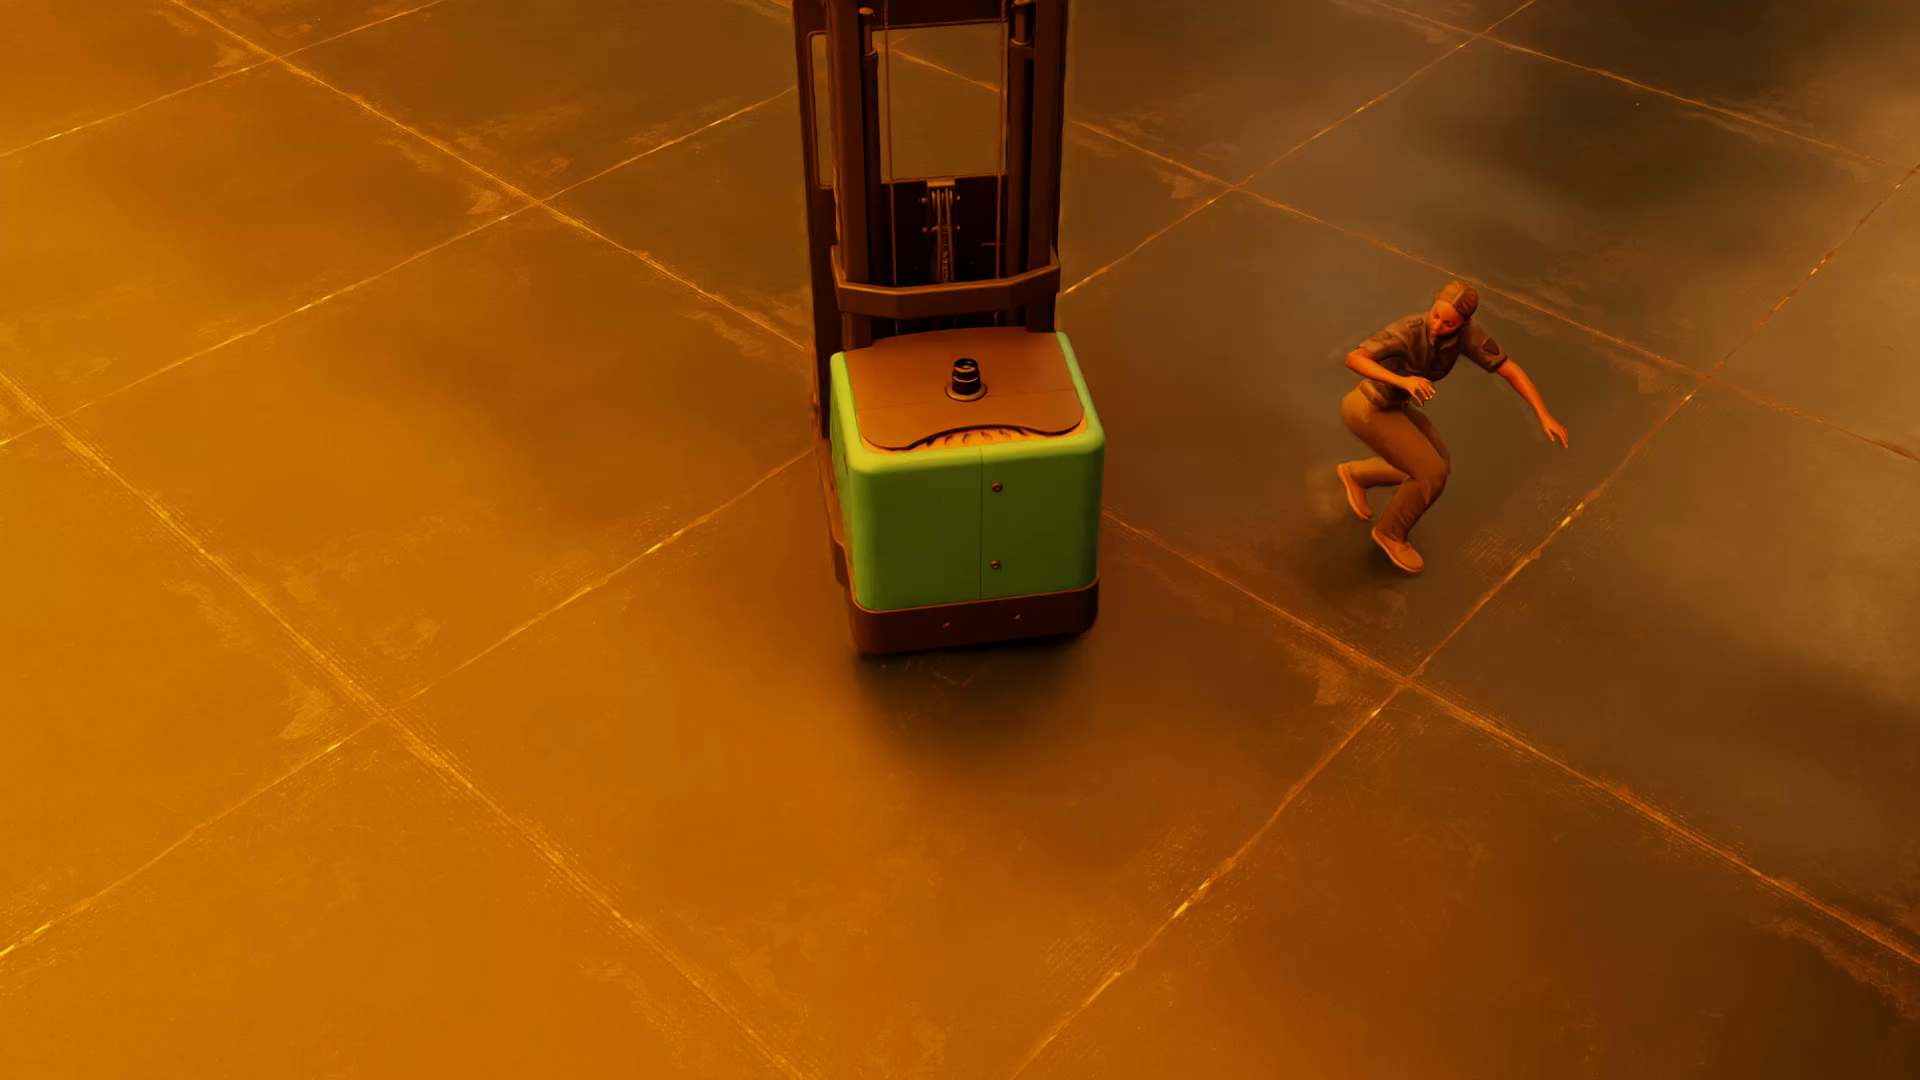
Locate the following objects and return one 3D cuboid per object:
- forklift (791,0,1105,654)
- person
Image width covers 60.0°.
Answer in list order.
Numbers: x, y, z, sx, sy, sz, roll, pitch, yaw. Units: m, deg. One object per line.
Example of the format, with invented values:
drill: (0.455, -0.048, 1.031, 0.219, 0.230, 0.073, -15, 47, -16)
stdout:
forklift: (-0.157, -1.594, 7.286, 1.130, 2.935, 3.031, -6, 41, -7)
person: (2.057, -0.461, 7.167, 0.967, 1.385, 0.690, 32, 50, 32)
